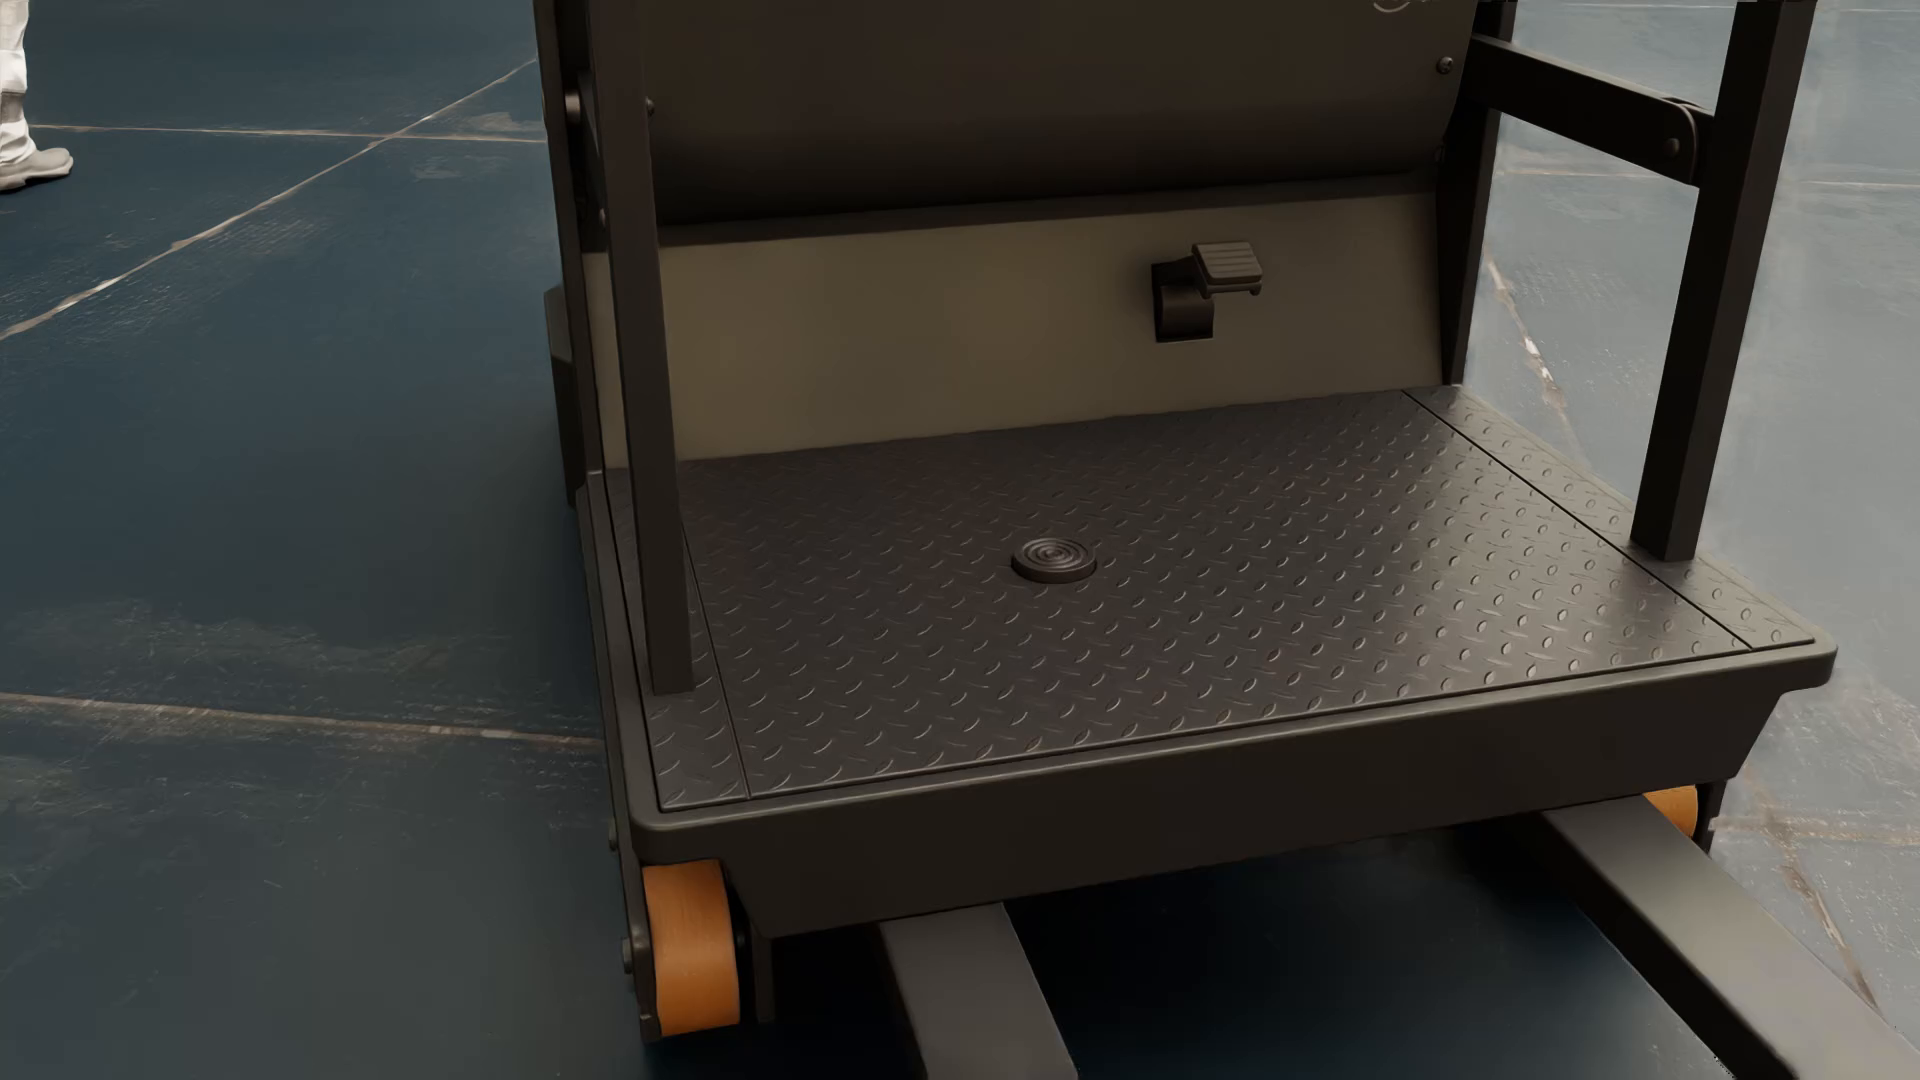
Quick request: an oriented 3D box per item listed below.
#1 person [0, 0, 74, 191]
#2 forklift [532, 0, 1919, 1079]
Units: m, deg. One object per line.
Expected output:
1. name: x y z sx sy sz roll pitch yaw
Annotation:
1. person: -2.542 -1.686 4.004 0.784 1.722 0.675 7 27 14
2. forklift: 0.159 -1.038 1.297 1.130 2.935 3.031 -7 27 -13
